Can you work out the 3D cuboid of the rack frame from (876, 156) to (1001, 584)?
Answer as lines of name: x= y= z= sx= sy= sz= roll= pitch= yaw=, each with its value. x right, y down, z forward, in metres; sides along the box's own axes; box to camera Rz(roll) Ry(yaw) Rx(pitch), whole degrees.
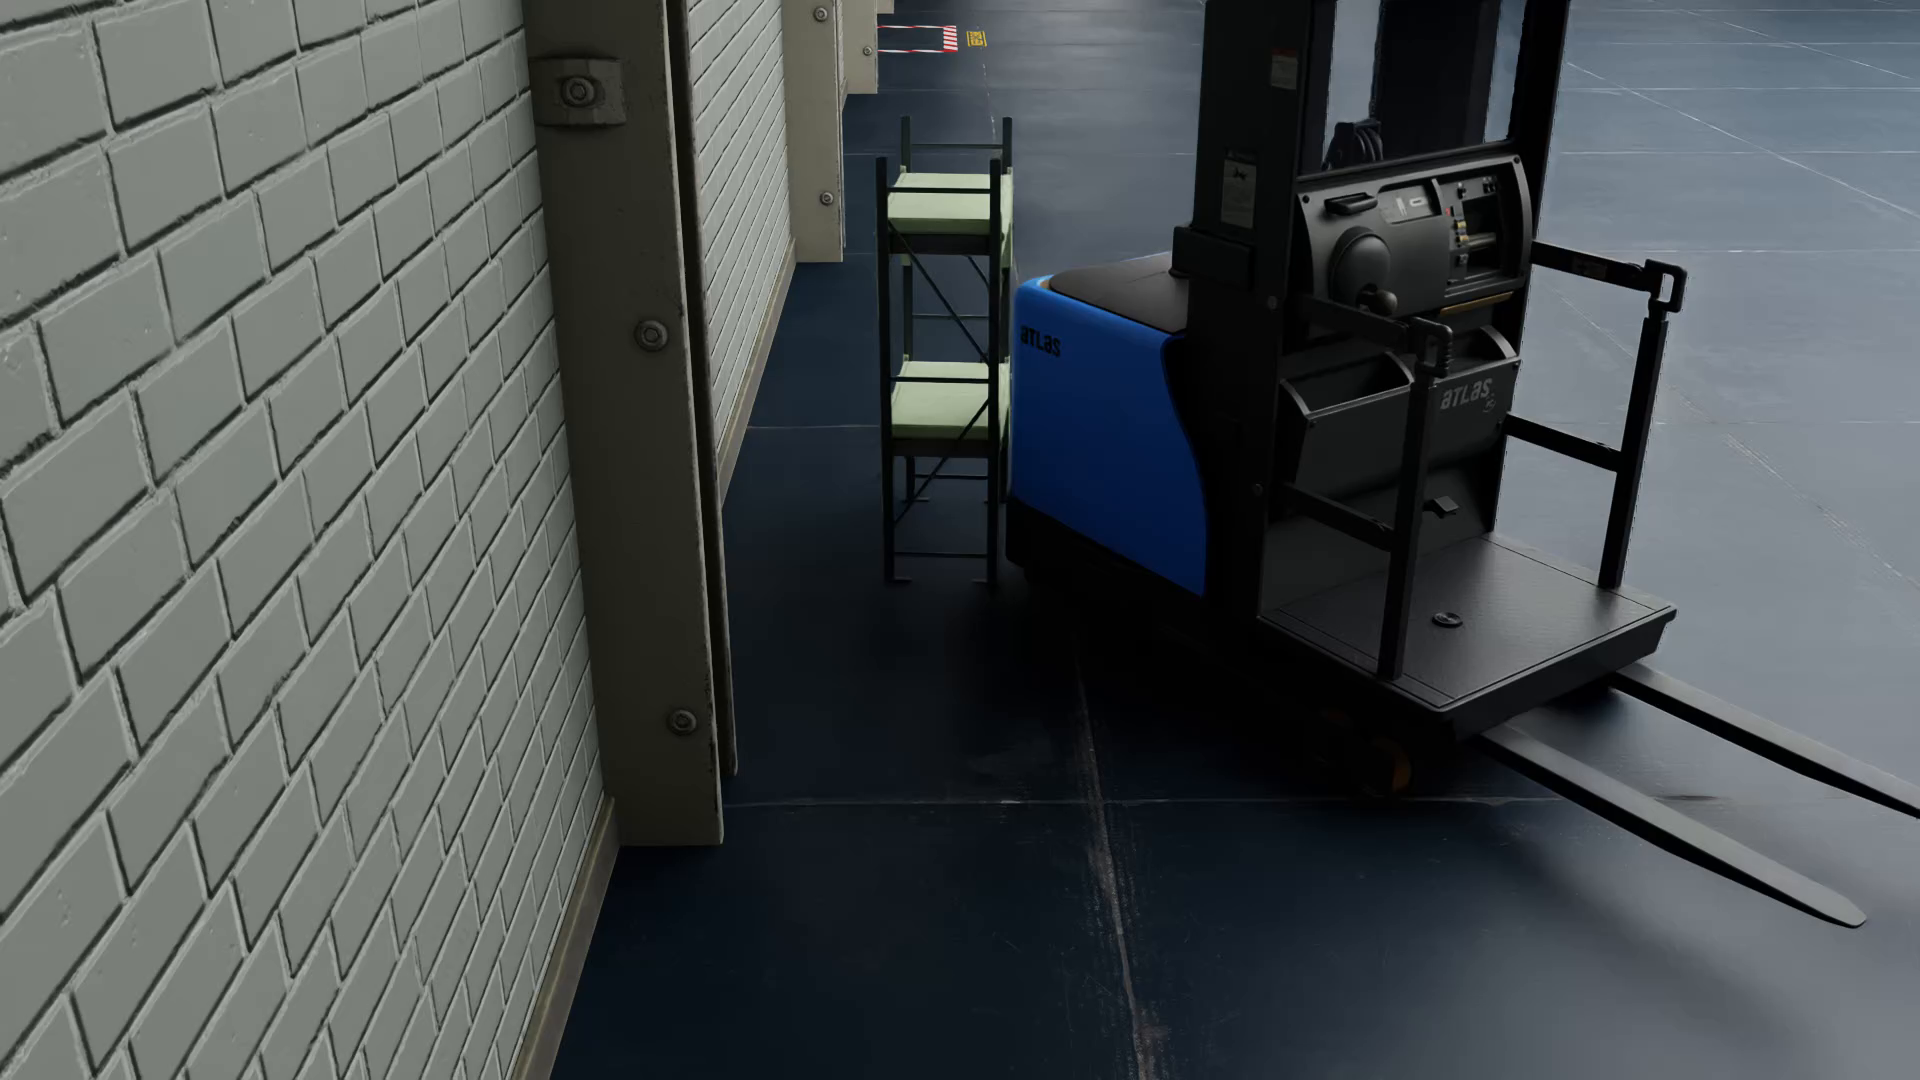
rack frame: x=-0.069 y=-0.536 z=5.616 sx=0.400 sy=1.500 sz=0.023 roll=2 pitch=24 yaw=4

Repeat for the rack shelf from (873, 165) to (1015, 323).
rack shelf: x=-0.041 y=-1.042 z=5.788 sx=0.431 sy=0.370 sz=0.720 roll=2 pitch=24 yaw=4

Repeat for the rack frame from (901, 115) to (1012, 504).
rack frame: x=-0.012 y=-0.837 z=6.281 sx=0.400 sy=1.500 sz=0.023 roll=2 pitch=24 yaw=4

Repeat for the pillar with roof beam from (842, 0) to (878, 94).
pillar with roof beam: x=3.379 y=-8.330 z=13.748 sx=9.100 sy=9.000 sz=0.400 roll=0 pitch=24 yaw=-1

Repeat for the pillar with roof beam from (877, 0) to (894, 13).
pillar with roof beam: x=3.314 y=-10.802 z=19.214 sx=9.100 sy=9.000 sz=0.400 roll=0 pitch=24 yaw=-1

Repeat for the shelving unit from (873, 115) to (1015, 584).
shelving unit: x=-0.041 y=-0.687 z=5.949 sx=0.431 sy=1.500 sz=0.755 roll=2 pitch=24 yaw=4

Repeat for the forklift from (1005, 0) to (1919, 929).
forklift: x=1.424 y=-0.842 z=4.556 sx=1.130 sy=2.935 sz=3.031 roll=-16 pitch=29 yaw=-32

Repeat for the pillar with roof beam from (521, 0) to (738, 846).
pillar with roof beam: x=3.510 y=-3.385 z=2.815 sx=9.100 sy=9.000 sz=0.400 roll=0 pitch=24 yaw=-1

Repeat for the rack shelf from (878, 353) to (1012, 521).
rack shelf: x=-0.041 y=-0.390 z=6.083 sx=0.431 sy=0.370 sz=0.720 roll=2 pitch=24 yaw=4

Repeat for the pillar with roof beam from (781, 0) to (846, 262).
pillar with roof beam: x=3.445 y=-5.858 z=8.281 sx=9.100 sy=9.000 sz=0.400 roll=0 pitch=24 yaw=-1
